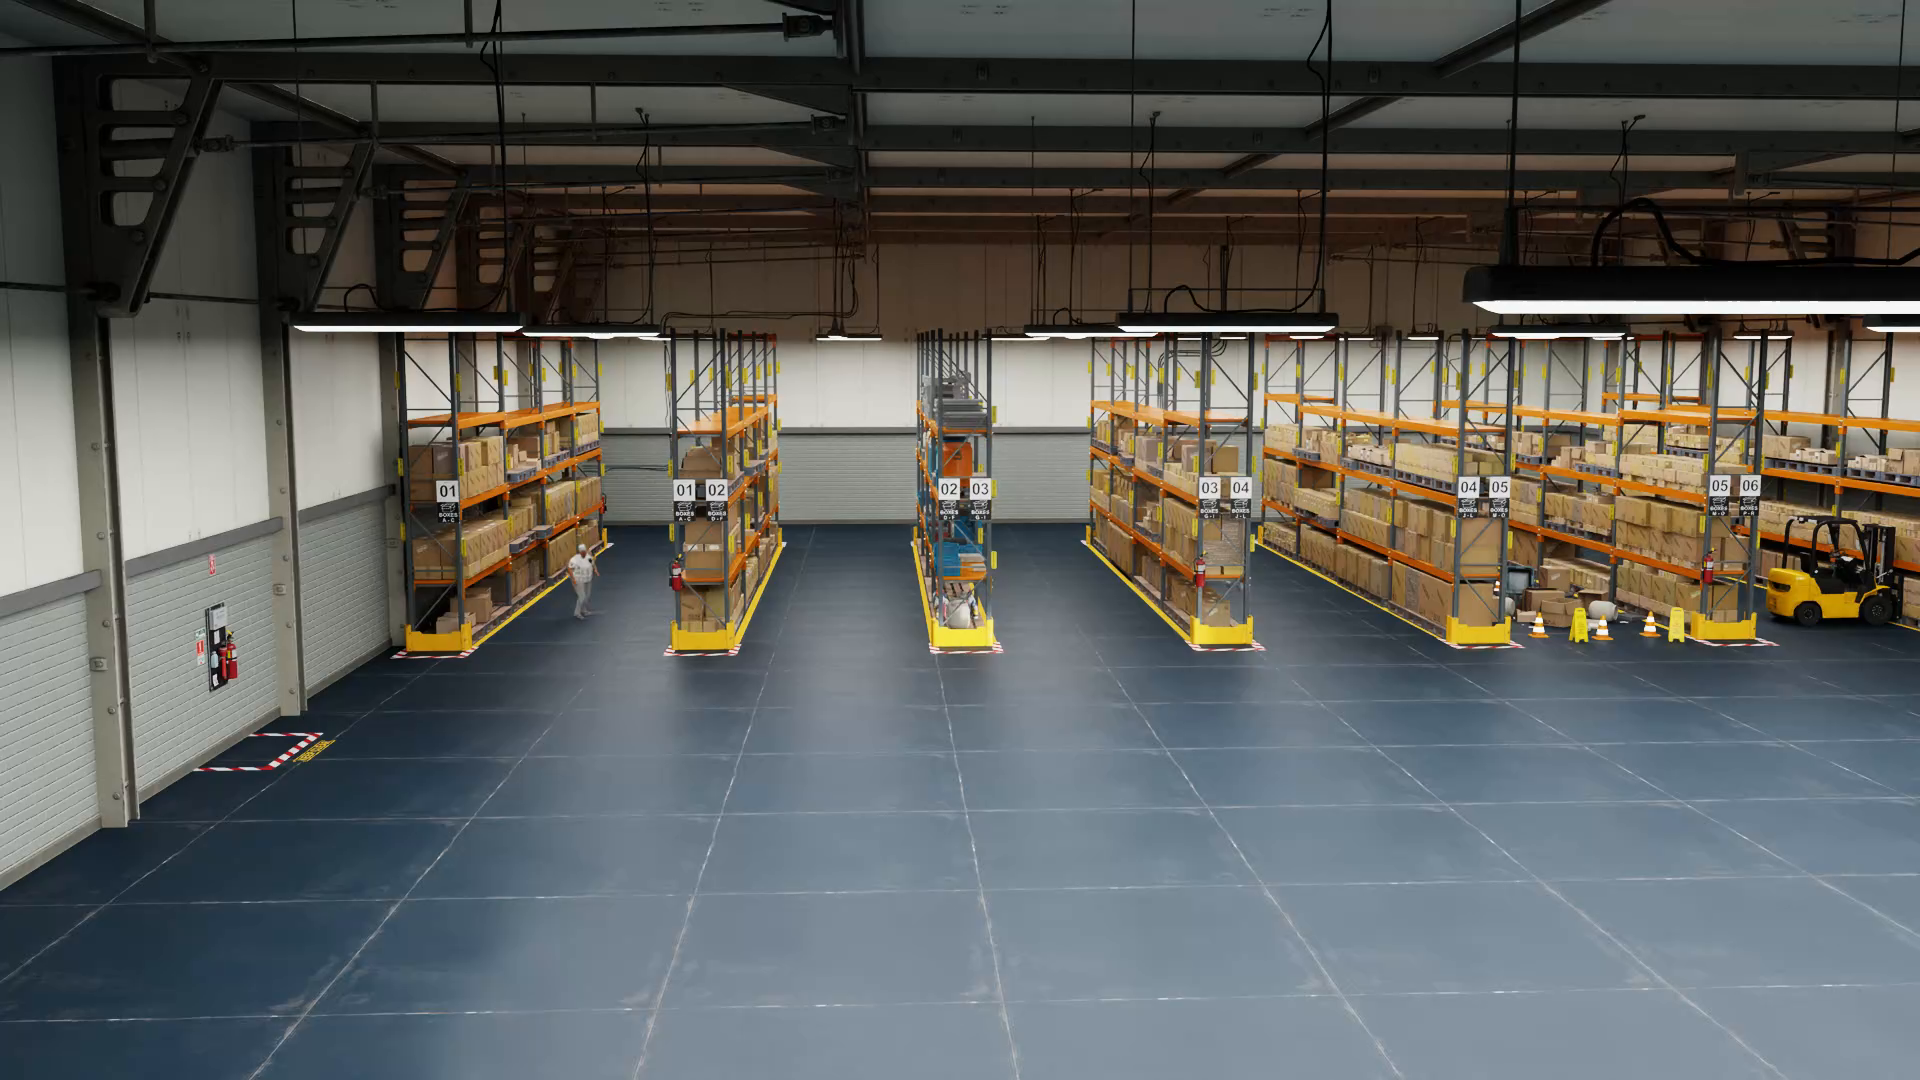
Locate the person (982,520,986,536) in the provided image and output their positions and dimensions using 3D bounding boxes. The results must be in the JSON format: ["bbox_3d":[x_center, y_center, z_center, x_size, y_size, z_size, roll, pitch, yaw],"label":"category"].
[{"bbox_3d":[0.500,-0.953,49.805,0.710,1.659,0.559,1,7,10],"label":"person"}]

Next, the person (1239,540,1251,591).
[{"bbox_3d":[6.562,0.395,39.026,0.547,1.541,0.869,-3,7,-21],"label":"person"}]

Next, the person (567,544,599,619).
[{"bbox_3d":[-7.862,0.860,34.836,0.777,1.607,0.656,4,8,33],"label":"person"}]
